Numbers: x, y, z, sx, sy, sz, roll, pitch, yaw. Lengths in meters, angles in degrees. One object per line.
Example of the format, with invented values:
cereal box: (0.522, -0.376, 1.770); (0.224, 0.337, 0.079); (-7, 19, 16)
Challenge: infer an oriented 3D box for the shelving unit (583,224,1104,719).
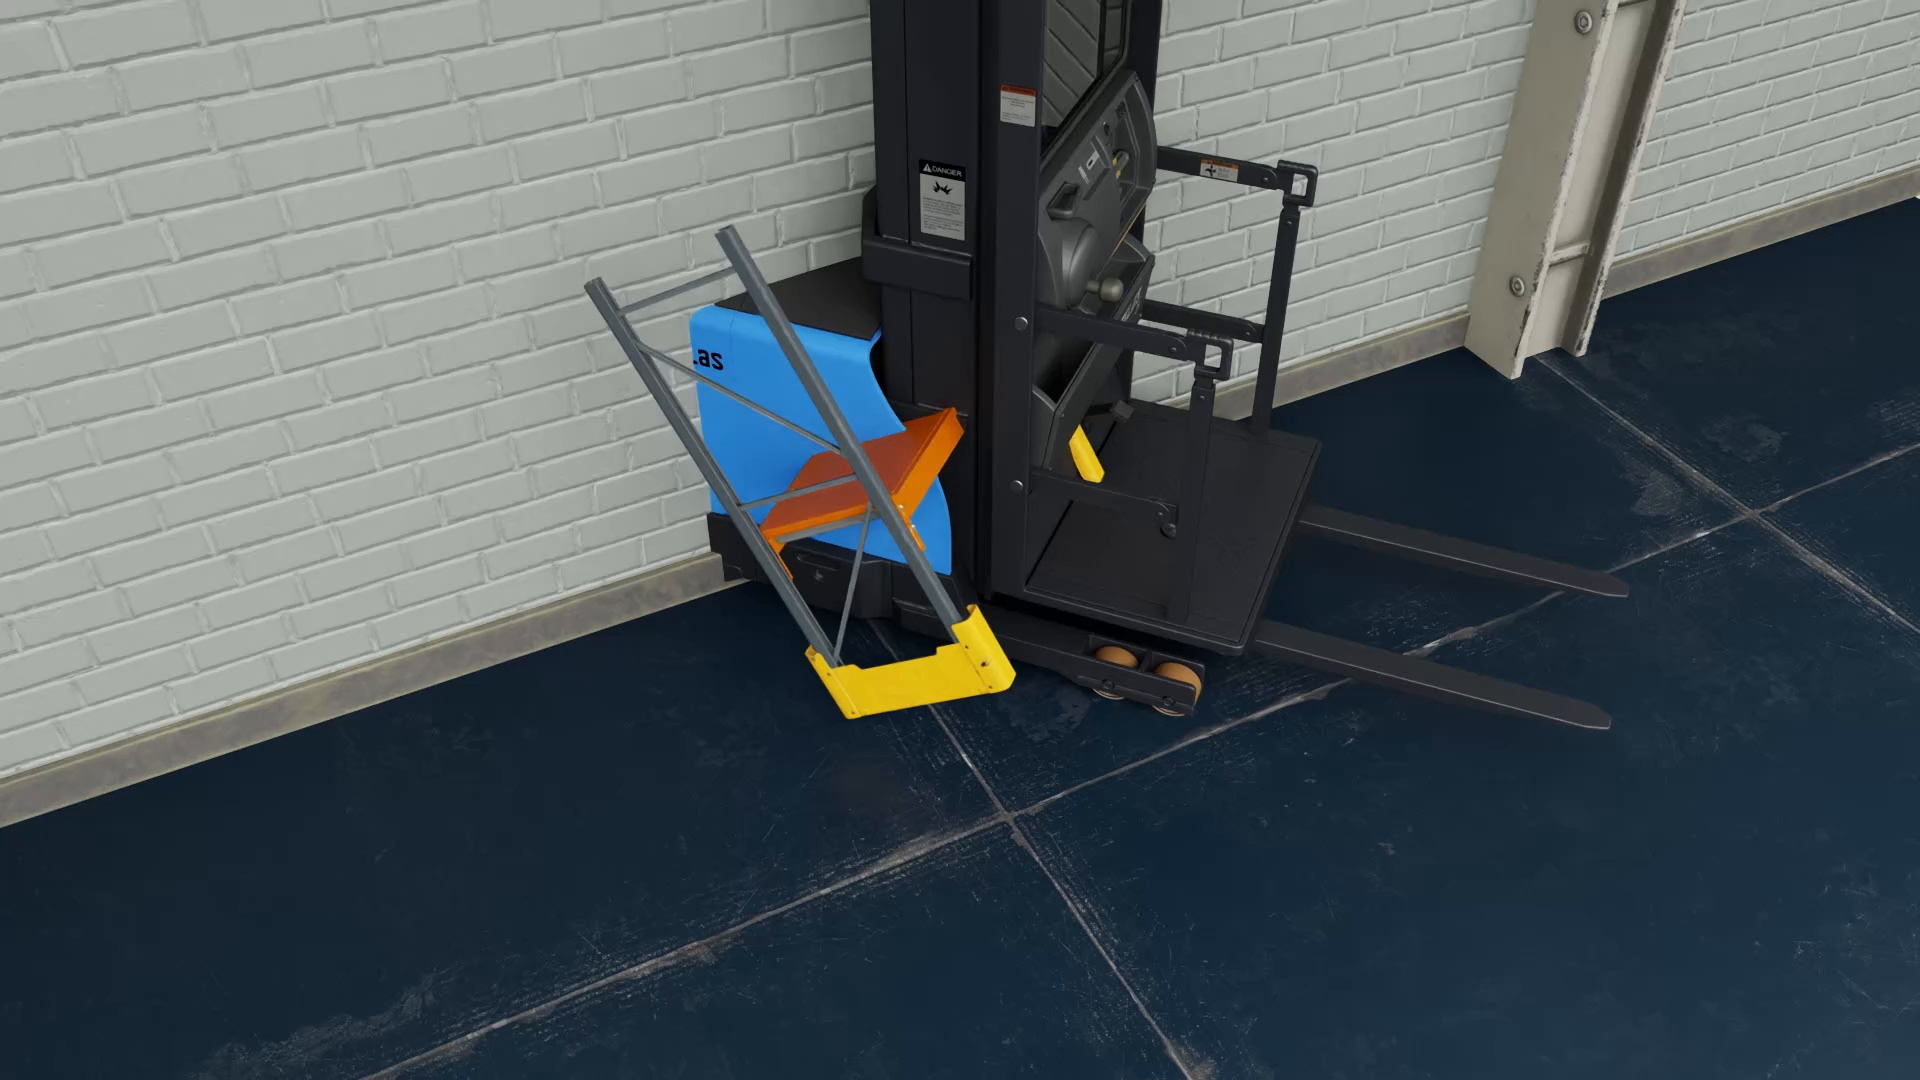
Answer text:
shelving unit: (-0.264, -0.425, 4.924); (0.587, 1.500, 1.083); (-14, 29, 32)

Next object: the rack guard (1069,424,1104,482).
rack guard: (0.183, -0.216, 5.553); (0.587, 0.250, 0.087); (-14, 29, 32)

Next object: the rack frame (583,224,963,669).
rack frame: (-0.436, -0.128, 4.537); (0.500, 1.500, 0.032); (-14, 29, 32)

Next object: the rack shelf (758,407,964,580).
rack shelf: (-0.186, -0.278, 4.991); (0.538, 0.185, 1.000); (-14, 29, 32)

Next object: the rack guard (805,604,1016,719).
rack guard: (-0.148, 0.357, 4.808); (0.587, 0.250, 0.087); (-14, 29, 32)

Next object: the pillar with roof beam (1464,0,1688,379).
pillar with roof beam: (4.240, -1.741, 0.841); (0.400, 9.000, 9.100); (-19, 44, -21)

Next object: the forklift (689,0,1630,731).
forklift: (0.579, -0.969, 4.626); (3.031, 2.935, 1.130); (14, 42, 16)
